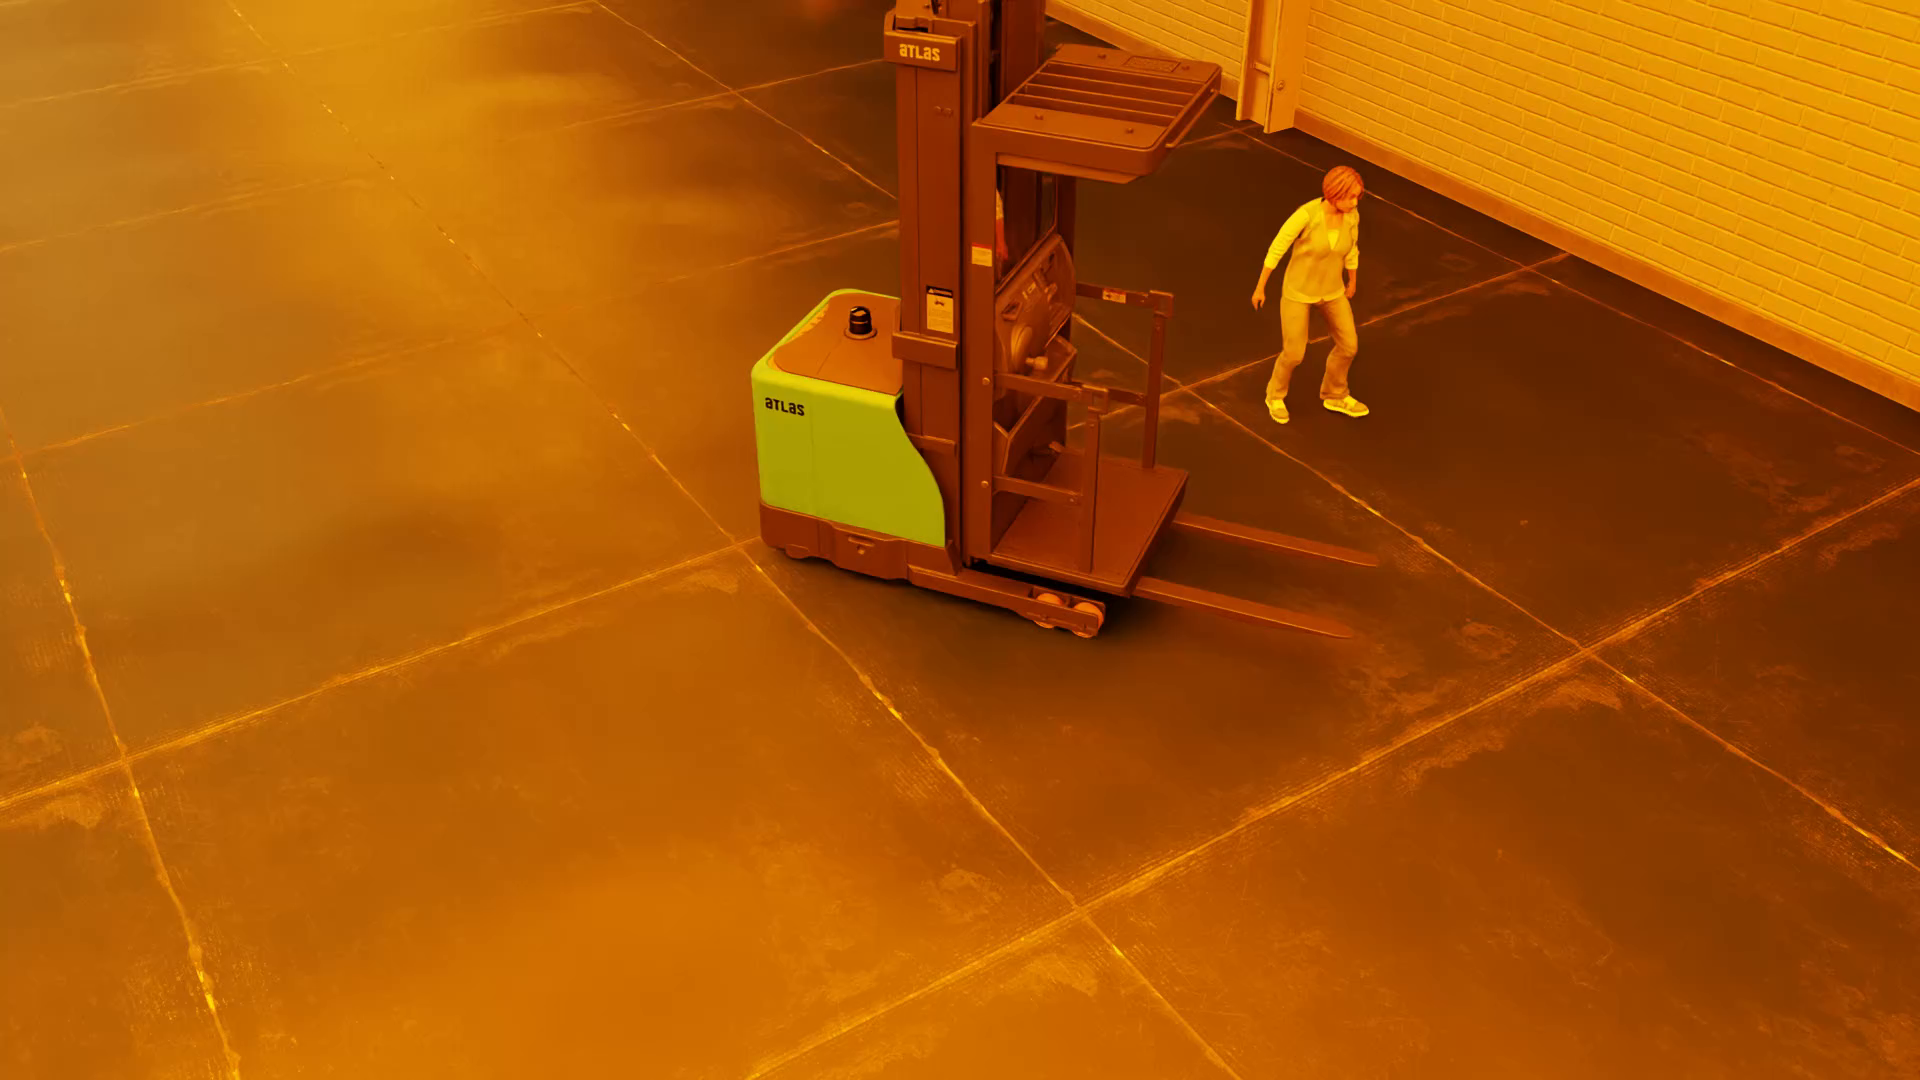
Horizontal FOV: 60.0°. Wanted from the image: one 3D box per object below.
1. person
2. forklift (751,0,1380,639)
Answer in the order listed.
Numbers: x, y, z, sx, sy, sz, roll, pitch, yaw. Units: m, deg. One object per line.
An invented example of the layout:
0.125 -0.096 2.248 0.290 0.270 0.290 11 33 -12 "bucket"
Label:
2.002 -1.376 9.312 0.730 1.568 0.396 -9 36 -12 "person"
0.538 -1.077 7.681 3.031 2.935 1.130 13 37 18 "forklift"
